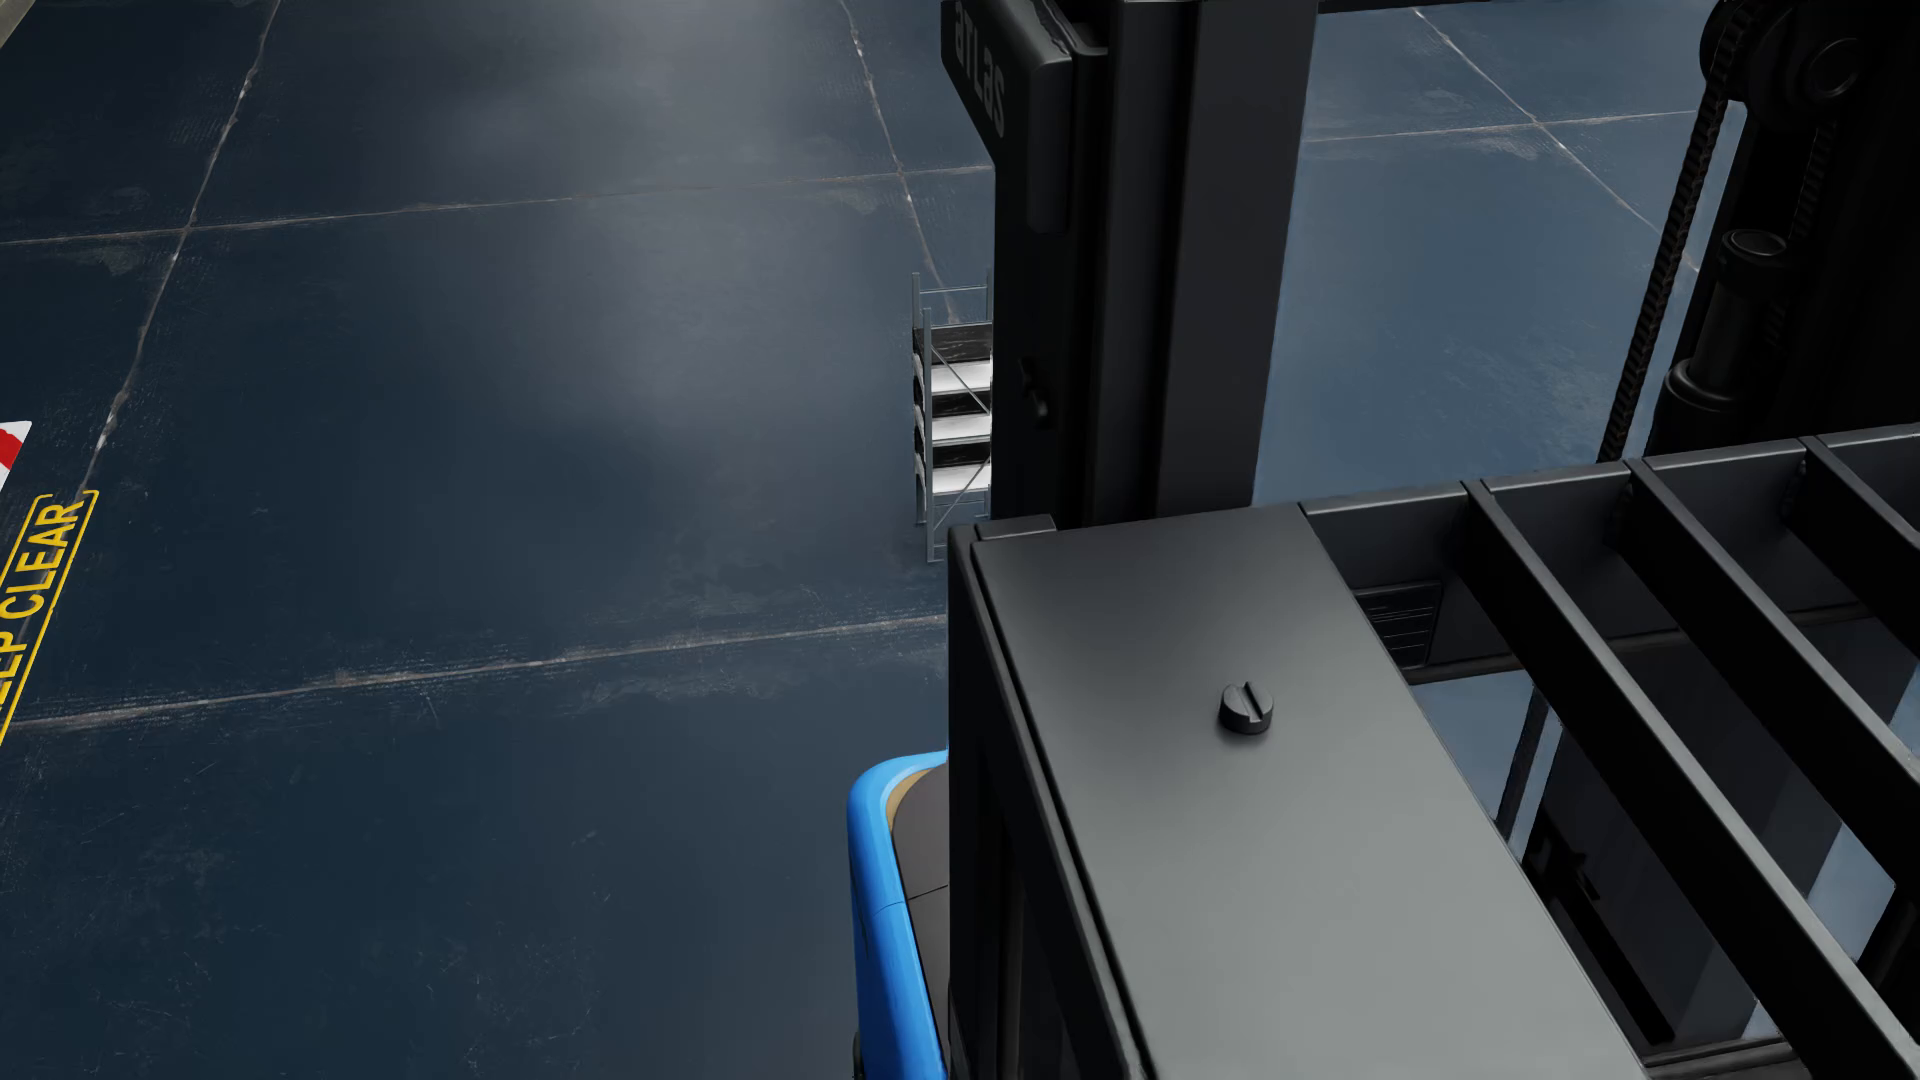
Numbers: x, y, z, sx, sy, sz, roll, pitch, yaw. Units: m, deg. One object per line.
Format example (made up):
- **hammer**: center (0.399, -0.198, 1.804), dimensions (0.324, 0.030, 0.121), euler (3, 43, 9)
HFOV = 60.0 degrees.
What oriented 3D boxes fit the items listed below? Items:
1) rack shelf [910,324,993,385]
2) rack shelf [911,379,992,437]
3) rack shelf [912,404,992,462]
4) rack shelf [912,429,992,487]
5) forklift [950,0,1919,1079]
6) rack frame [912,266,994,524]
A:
- **rack shelf**: center (-0.001, -0.547, 4.835), dimensions (0.258, 0.077, 0.200), euler (-6, 38, -8)
- **rack shelf**: center (-0.001, -0.405, 4.945), dimensions (0.258, 0.077, 0.200), euler (-6, 38, -8)
- **rack shelf**: center (-0.001, -0.334, 5.001), dimensions (0.258, 0.077, 0.200), euler (-6, 38, -8)
- **rack shelf**: center (-0.001, -0.263, 5.056), dimensions (0.258, 0.077, 0.200), euler (-6, 38, -8)
- **forklift**: center (0.579, 0.917, 1.681), dimensions (1.121, 2.935, 3.031), euler (-7, 38, -9)
- **rack frame**: center (-0.019, -0.422, 5.059), dimensions (0.240, 0.900, 0.006), euler (-6, 38, -8)
